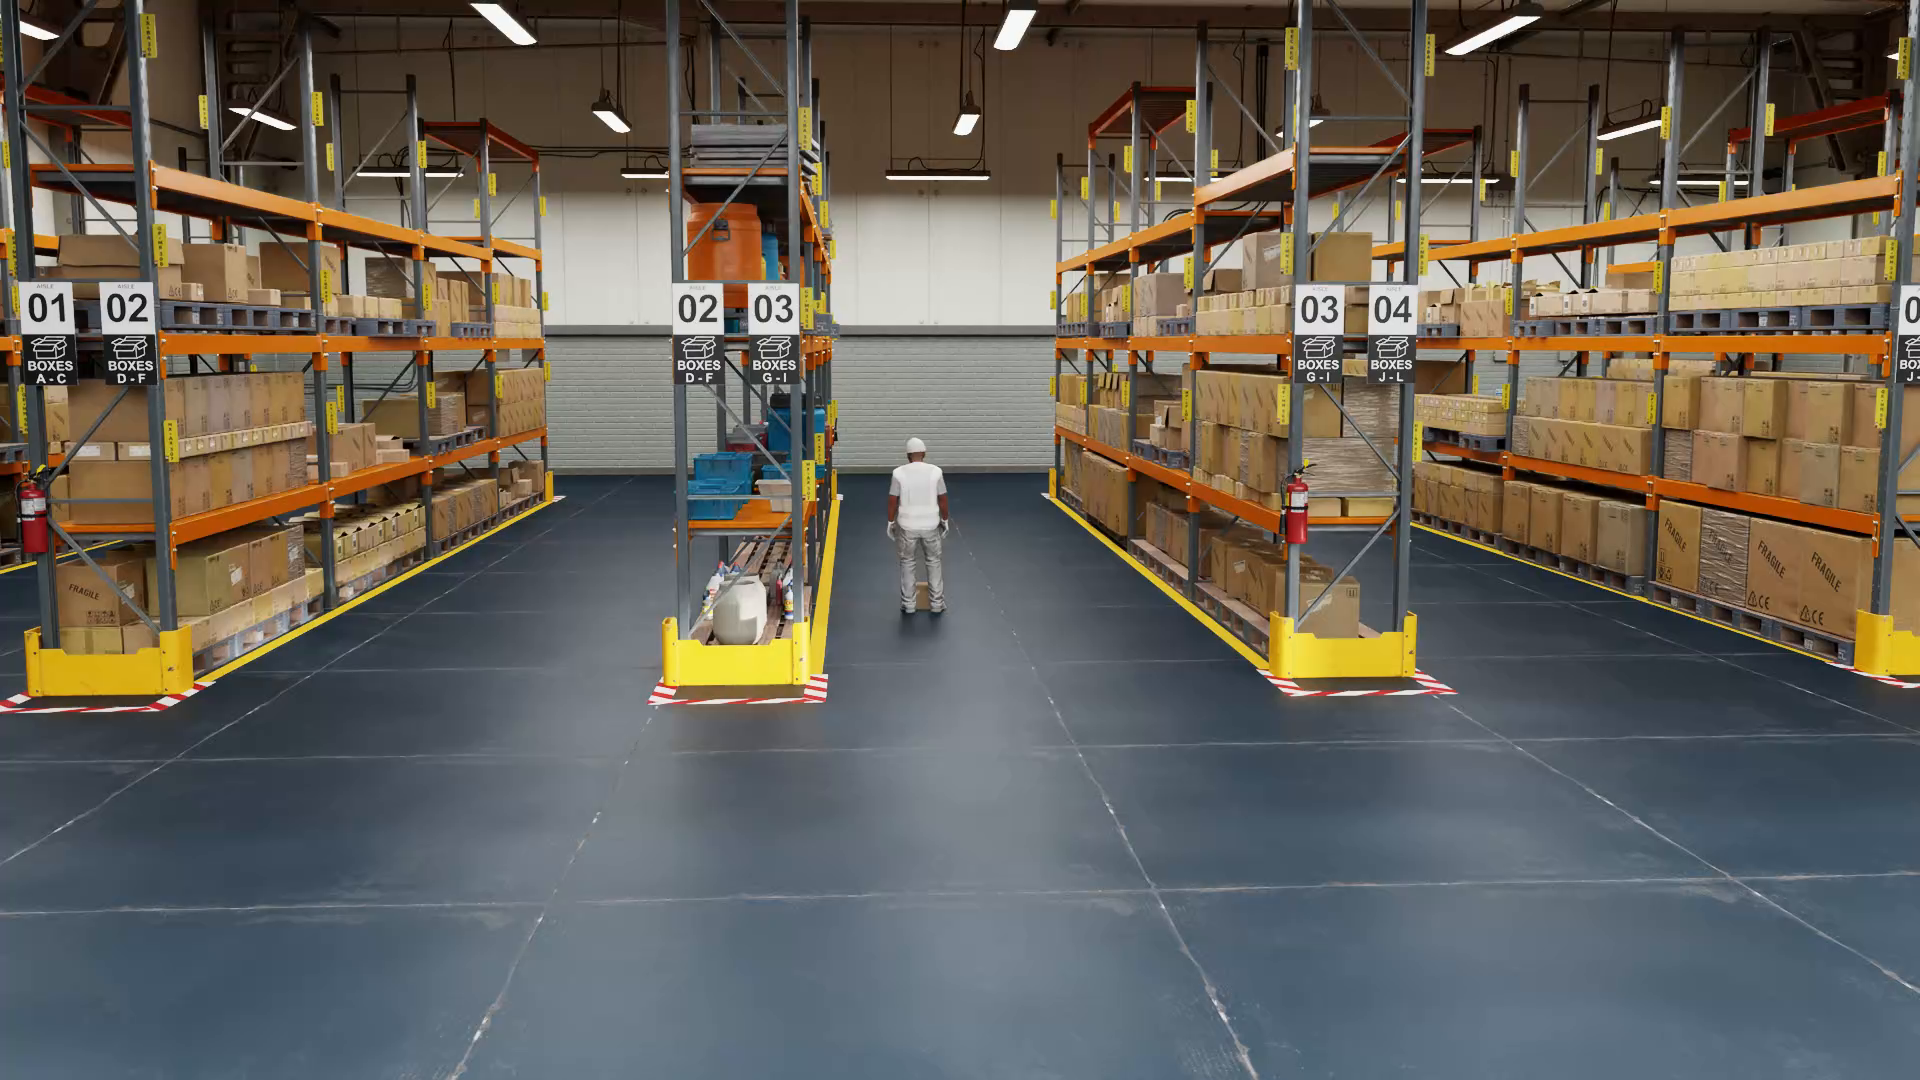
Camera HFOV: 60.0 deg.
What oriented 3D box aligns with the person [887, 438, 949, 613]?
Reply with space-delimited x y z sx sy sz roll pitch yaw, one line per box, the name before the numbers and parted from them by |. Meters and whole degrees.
person | -0.427 -0.152 16.966 0.632 1.776 0.444 -1 7 -6
